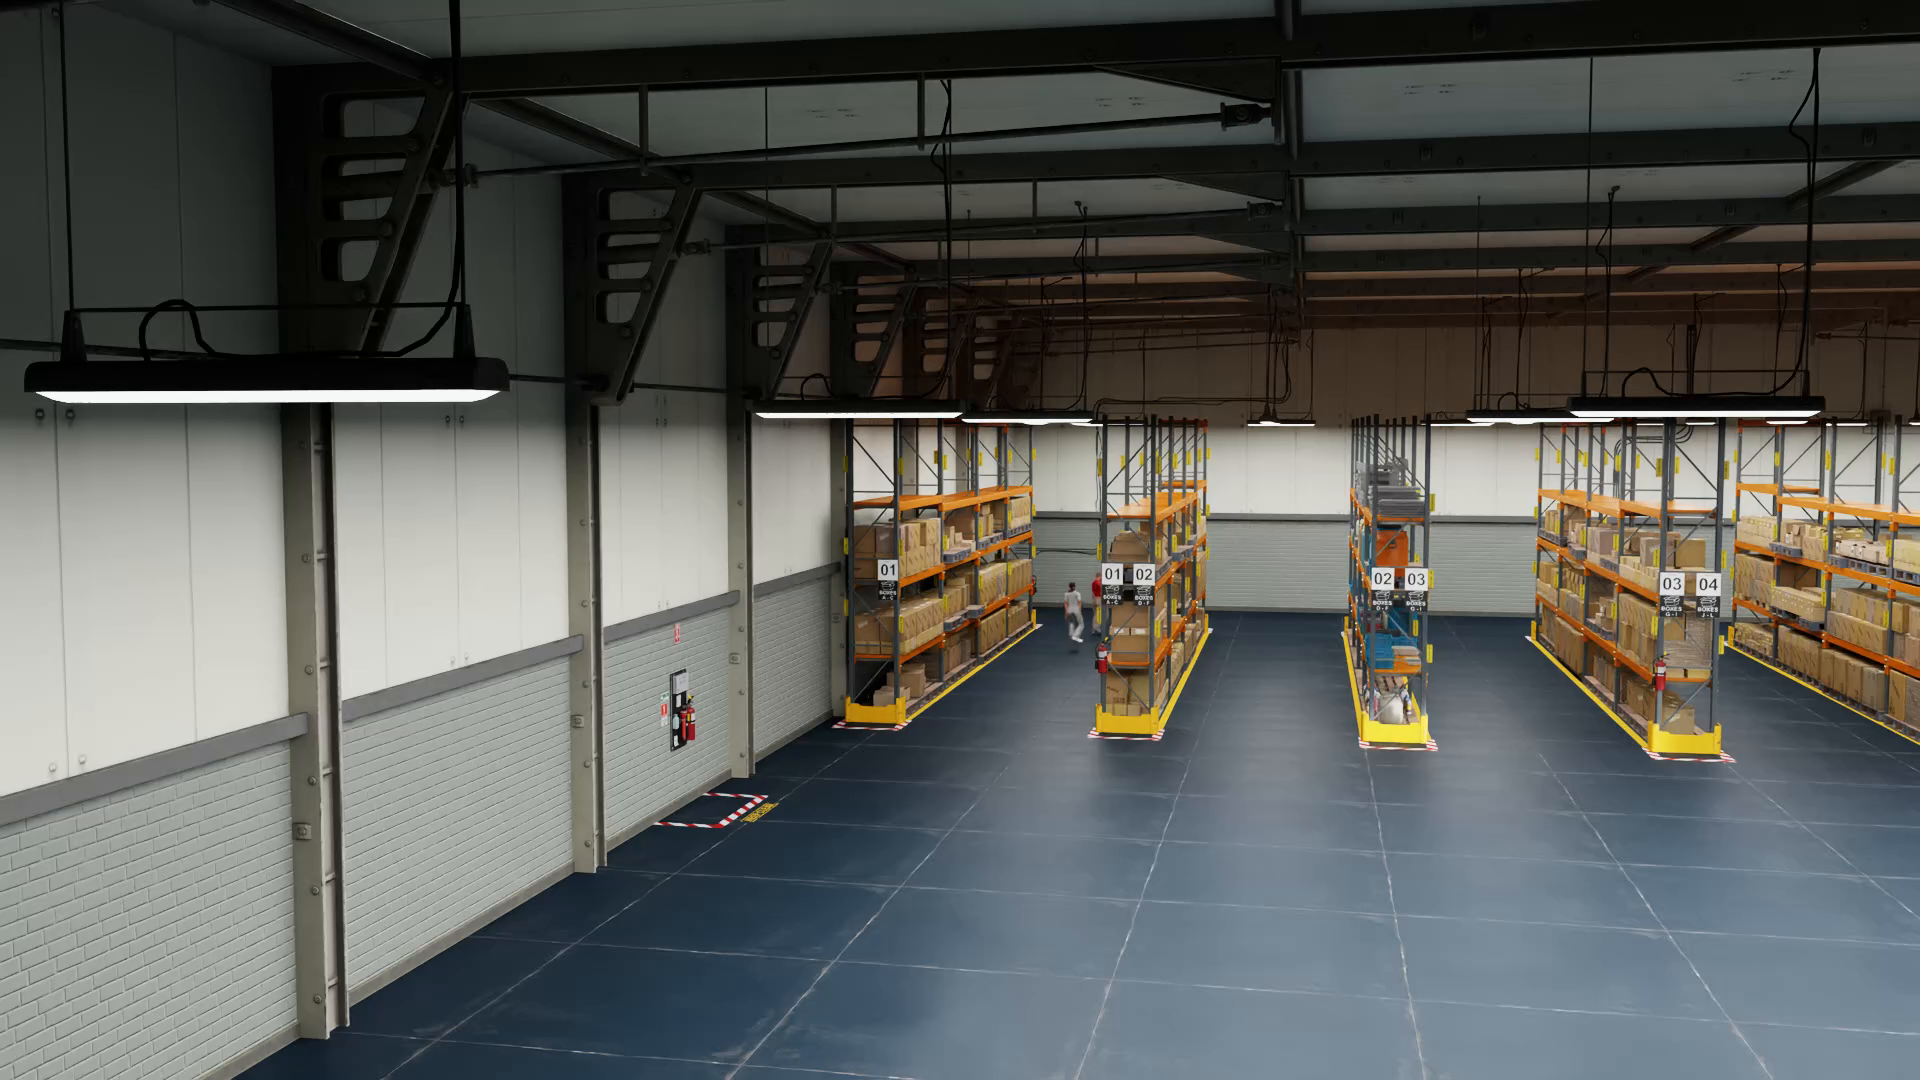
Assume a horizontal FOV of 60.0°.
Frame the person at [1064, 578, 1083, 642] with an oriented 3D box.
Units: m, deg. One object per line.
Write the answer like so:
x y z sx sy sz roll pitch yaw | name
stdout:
2.941 1.805 42.953 0.495 1.660 0.510 0 4 3 | person

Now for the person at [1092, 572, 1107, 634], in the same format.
3.894 1.779 46.428 0.377 1.772 0.623 -1 4 -12 | person
